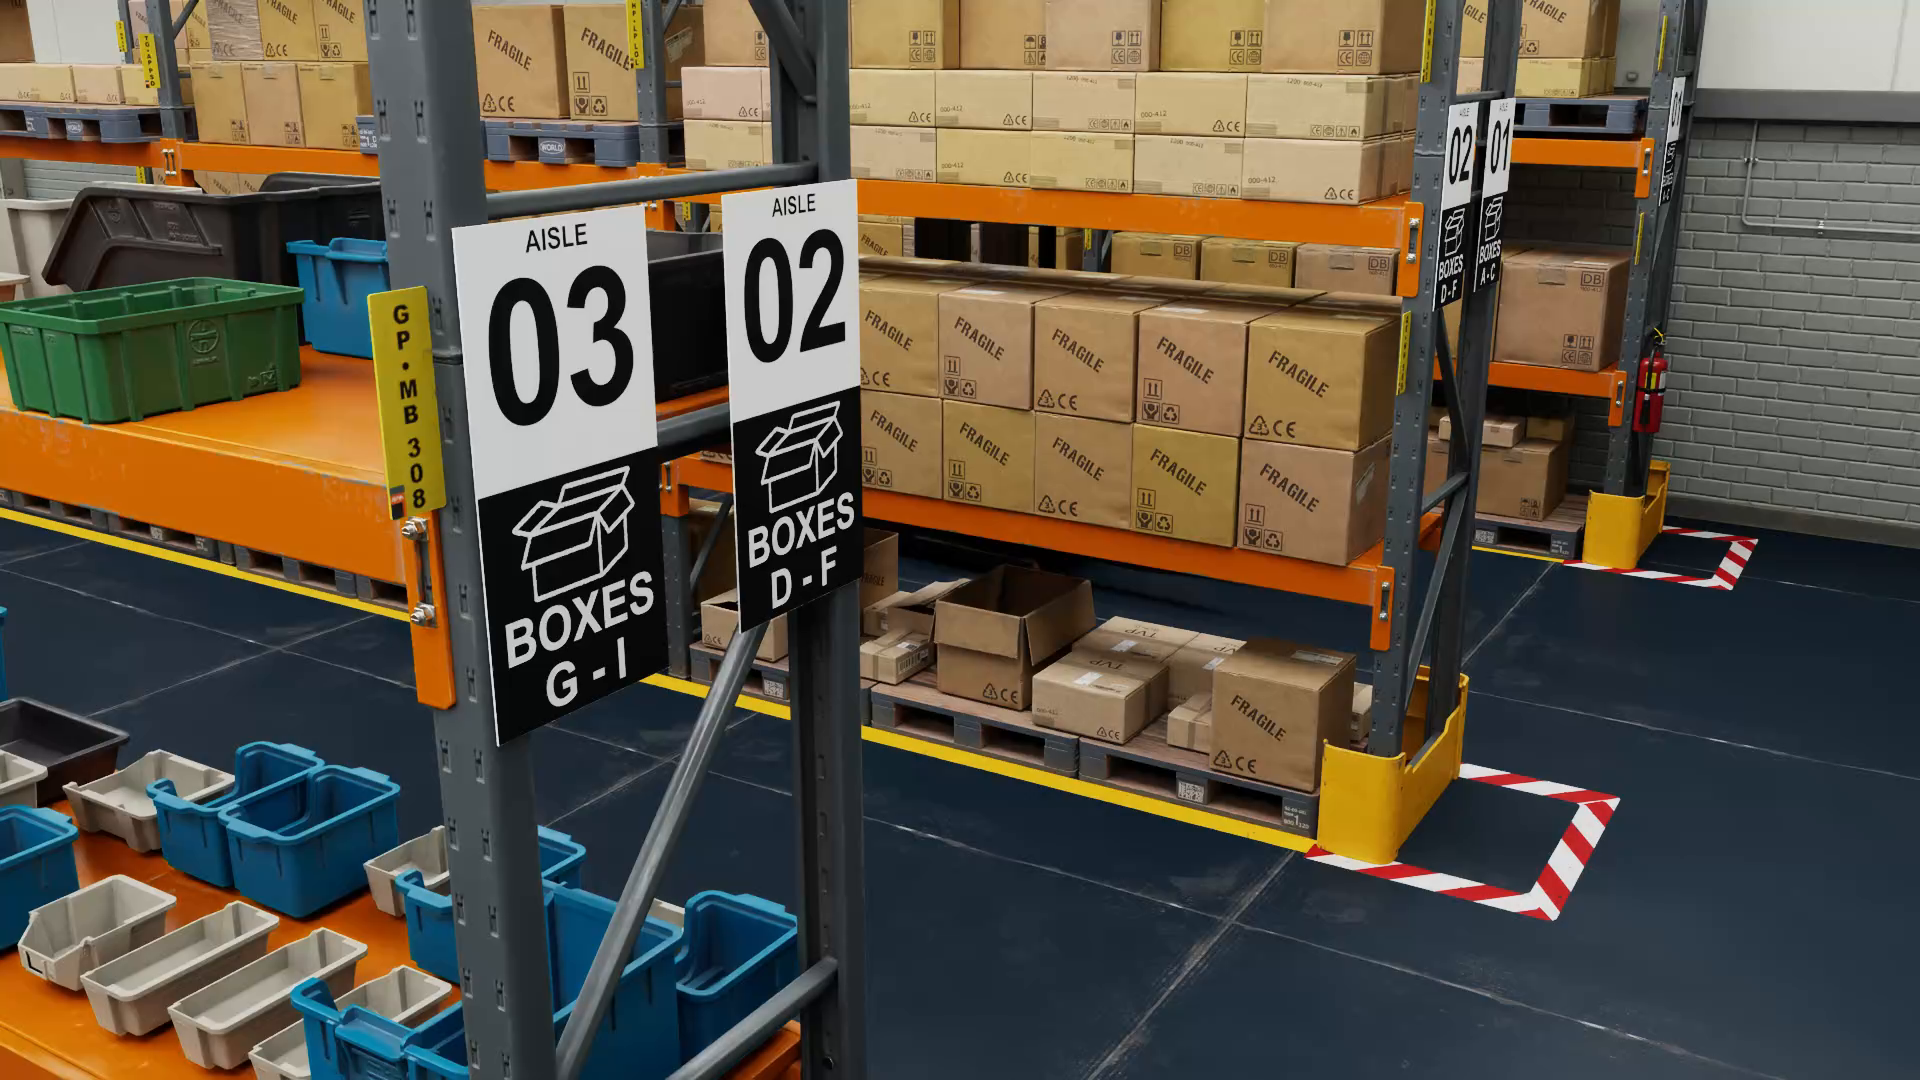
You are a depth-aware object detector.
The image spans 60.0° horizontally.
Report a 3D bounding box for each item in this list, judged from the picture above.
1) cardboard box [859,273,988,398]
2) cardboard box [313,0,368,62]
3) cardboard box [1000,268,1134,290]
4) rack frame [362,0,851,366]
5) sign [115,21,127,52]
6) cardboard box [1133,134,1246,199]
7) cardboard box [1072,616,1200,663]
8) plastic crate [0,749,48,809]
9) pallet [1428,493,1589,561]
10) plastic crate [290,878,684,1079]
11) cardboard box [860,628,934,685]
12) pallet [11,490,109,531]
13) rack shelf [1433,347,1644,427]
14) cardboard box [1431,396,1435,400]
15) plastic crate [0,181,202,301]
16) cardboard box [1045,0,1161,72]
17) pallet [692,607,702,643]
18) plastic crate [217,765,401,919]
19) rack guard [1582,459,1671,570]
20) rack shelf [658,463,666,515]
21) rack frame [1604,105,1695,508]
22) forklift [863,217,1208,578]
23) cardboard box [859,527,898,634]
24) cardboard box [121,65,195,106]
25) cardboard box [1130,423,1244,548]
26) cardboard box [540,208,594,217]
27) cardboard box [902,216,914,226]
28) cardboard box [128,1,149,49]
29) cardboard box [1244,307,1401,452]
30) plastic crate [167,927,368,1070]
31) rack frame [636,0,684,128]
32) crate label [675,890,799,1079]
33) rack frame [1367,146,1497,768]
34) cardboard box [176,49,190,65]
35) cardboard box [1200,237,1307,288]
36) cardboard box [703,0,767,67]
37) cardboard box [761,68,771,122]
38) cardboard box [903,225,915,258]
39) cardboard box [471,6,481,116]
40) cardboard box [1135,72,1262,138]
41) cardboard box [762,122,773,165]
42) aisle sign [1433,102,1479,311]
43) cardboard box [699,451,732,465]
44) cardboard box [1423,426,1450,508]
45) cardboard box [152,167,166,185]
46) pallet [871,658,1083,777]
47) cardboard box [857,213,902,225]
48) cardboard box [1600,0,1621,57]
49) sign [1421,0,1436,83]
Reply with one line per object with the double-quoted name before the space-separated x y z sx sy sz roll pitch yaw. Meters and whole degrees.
"cardboard box" -0.197 -1.011 8.156 0.500 0.500 0.500 9 19 28
"cardboard box" -3.500 -3.130 9.970 0.500 0.500 0.500 10 20 30
"cardboard box" 0.533 -1.065 8.335 0.500 0.500 0.500 10 20 30
"rack frame" -0.516 -1.819 2.385 0.127 3.000 1.000 10 20 30
"sign" -9.249 -5.554 18.341 0.005 0.325 0.100 10 20 30
"cardboard box" 1.084 -1.629 7.181 0.500 0.250 0.500 10 20 30
"cardboard box" 0.913 0.626 8.634 0.500 0.250 0.500 10 20 30
"plastic crate" -2.719 0.749 4.354 0.530 0.282 0.437 10 20 30
"pallet" 3.947 -0.170 12.077 1.213 0.211 1.003 10 20 30
"plastic crate" -0.899 1.002 3.259 0.499 0.435 0.616 10 20 30
"cardboard box" -0.342 0.609 8.833 0.250 0.166 0.380 10 20 30
"pallet" -6.454 -0.378 12.761 1.213 0.211 1.003 10 20 30
"rack shelf" 2.965 -1.362 12.441 4.000 0.370 1.077 10 20 30
"cardboard box" 3.369 -0.983 12.418 0.250 0.149 0.380 10 20 31
"plastic crate" -2.243 -0.740 4.200 0.530 0.282 0.437 10 20 30
"cardboard box" 0.770 -2.356 7.425 0.500 0.500 0.700 10 20 30
"pallet" -2.042 0.437 10.079 1.213 0.211 1.003 10 20 30
"plastic crate" -1.676 0.784 4.324 0.300 0.233 0.416 10 20 30
"rack guard" 4.690 -0.202 11.686 0.348 0.500 1.175 10 20 30
"rack shelf" -3.033 -0.743 10.403 4.000 0.370 1.077 10 20 30
"rack frame" 4.669 -1.402 11.335 0.127 3.000 1.000 10 20 30
"forklift" 0.509 -1.295 11.101 3.031 2.935 1.130 12 21 34
"cardboard box" -0.695 0.219 9.542 0.500 0.500 0.500 10 20 30
"cardboard box" -5.153 -3.011 11.006 0.500 0.250 0.500 9 19 26
"cardboard box" 1.112 -0.301 7.539 0.500 0.500 0.500 10 20 31
"cardboard box" -3.627 -3.130 16.095 0.500 0.500 0.700 10 20 30
"cardboard box" -0.137 -2.734 13.713 0.500 0.250 0.500 11 20 31
"cardboard box" -8.764 -5.688 18.357 0.500 0.500 0.500 9 19 26
"cardboard box" 1.557 -0.700 7.133 0.500 0.500 0.500 10 20 30
"plastic crate" -1.545 1.023 3.705 0.243 0.136 0.396 10 20 30
"rack frame" -1.329 -3.653 8.425 0.127 3.000 1.000 10 20 30
"crate label" -0.554 0.984 3.665 0.303 0.233 0.416 10 20 30
"rack frame" 2.080 -0.174 7.294 0.127 3.000 1.000 10 20 30
"cardboard box" -8.372 -5.125 18.224 0.500 0.500 0.500 12 20 34
"cardboard box" 2.333 -1.955 12.639 0.700 0.700 0.980 10 19 29
"cardboard box" -0.894 -2.680 8.489 0.500 0.500 0.700 10 20 30
"cardboard box" -0.617 -2.174 8.115 0.500 0.250 0.500 10 20 30
"cardboard box" -0.128 -2.371 13.809 0.500 0.500 0.500 10 20 30
"cardboard box" -2.857 -2.812 9.749 0.600 0.600 0.600 9 19 28
"cardboard box" 1.082 -1.868 7.107 0.500 0.250 0.500 10 20 30
"cardboard box" -0.620 -1.934 8.184 0.500 0.250 0.500 10 20 30
"aisle sign" 1.978 -1.332 6.632 0.004 0.787 0.394 10 20 30
"cardboard box" -1.037 -0.686 8.805 0.500 0.500 0.500 11 20 31
"cardboard box" 3.594 -0.564 12.157 0.500 0.500 0.700 10 20 30
"cardboard box" -8.715 -3.985 18.773 0.500 0.500 0.500 10 20 30
"pallet" 0.300 0.842 8.748 1.213 0.211 1.003 10 20 30
"cardboard box" -0.571 -2.811 13.967 0.500 0.250 0.500 10 19 29
"cardboard box" 4.173 -3.544 11.299 0.500 0.500 0.500 9 19 28
"sign" 1.772 -1.899 6.287 0.005 0.325 0.100 10 20 30
